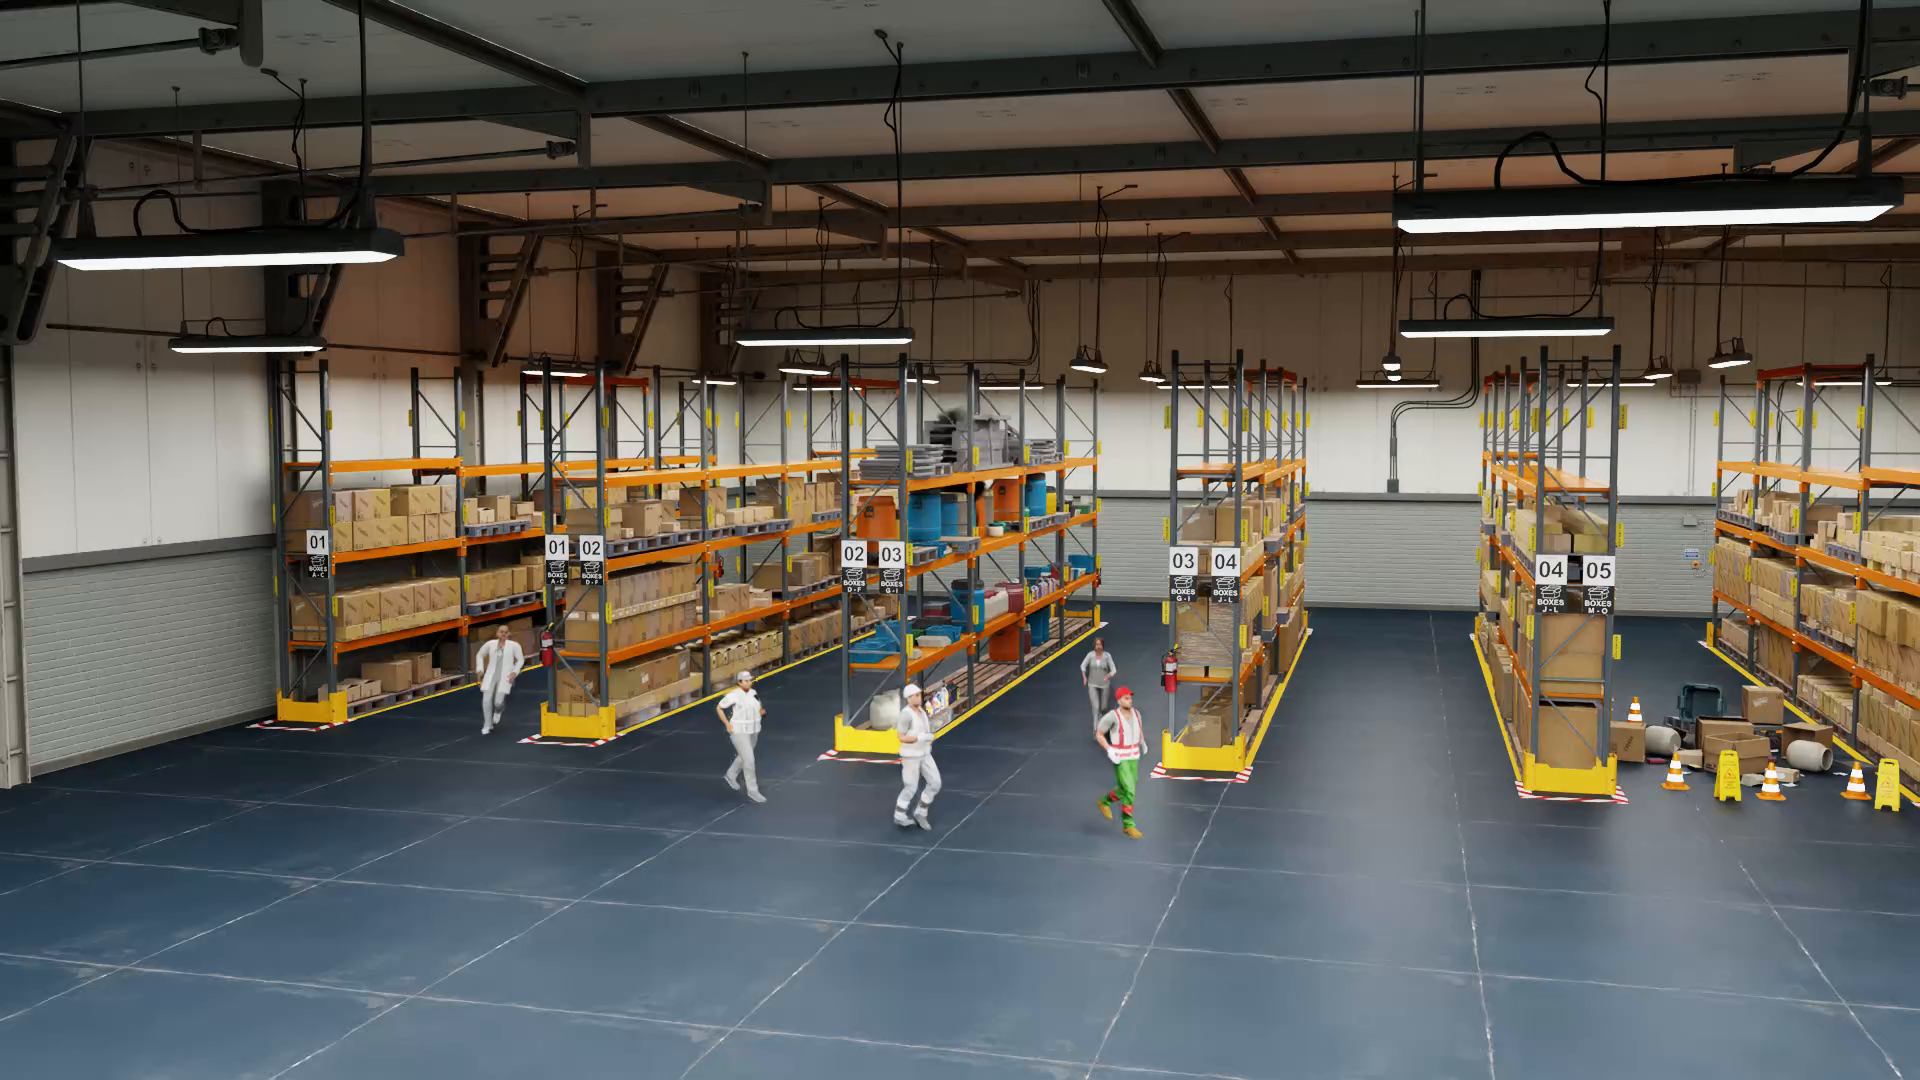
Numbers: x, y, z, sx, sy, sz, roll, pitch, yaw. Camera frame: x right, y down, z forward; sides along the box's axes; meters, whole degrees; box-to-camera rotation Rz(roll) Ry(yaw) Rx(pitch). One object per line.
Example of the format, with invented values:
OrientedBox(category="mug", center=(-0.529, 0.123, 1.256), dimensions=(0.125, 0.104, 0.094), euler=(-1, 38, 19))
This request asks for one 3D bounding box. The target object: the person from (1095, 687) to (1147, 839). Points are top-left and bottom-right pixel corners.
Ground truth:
OrientedBox(category="person", center=(1.949, 2.657, 20.184), dimensions=(0.646, 1.795, 0.836), euler=(-3, 5, -37))

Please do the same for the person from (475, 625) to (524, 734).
OrientedBox(category="person", center=(-7.425, 2.237, 26.834), dimensions=(0.764, 1.737, 0.616), euler=(0, 4, -6))

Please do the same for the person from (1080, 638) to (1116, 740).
OrientedBox(category="person", center=(2.179, 2.321, 26.245), dimensions=(0.558, 1.586, 0.750), euler=(0, 4, 4))

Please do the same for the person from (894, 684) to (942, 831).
OrientedBox(category="person", center=(-0.507, 2.659, 20.250), dimensions=(0.681, 1.809, 0.635), euler=(3, 5, 36))

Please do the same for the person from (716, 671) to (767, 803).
OrientedBox(category="person", center=(-2.849, 2.574, 22.026), dimensions=(0.877, 1.689, 0.594), euler=(3, 5, 36))
